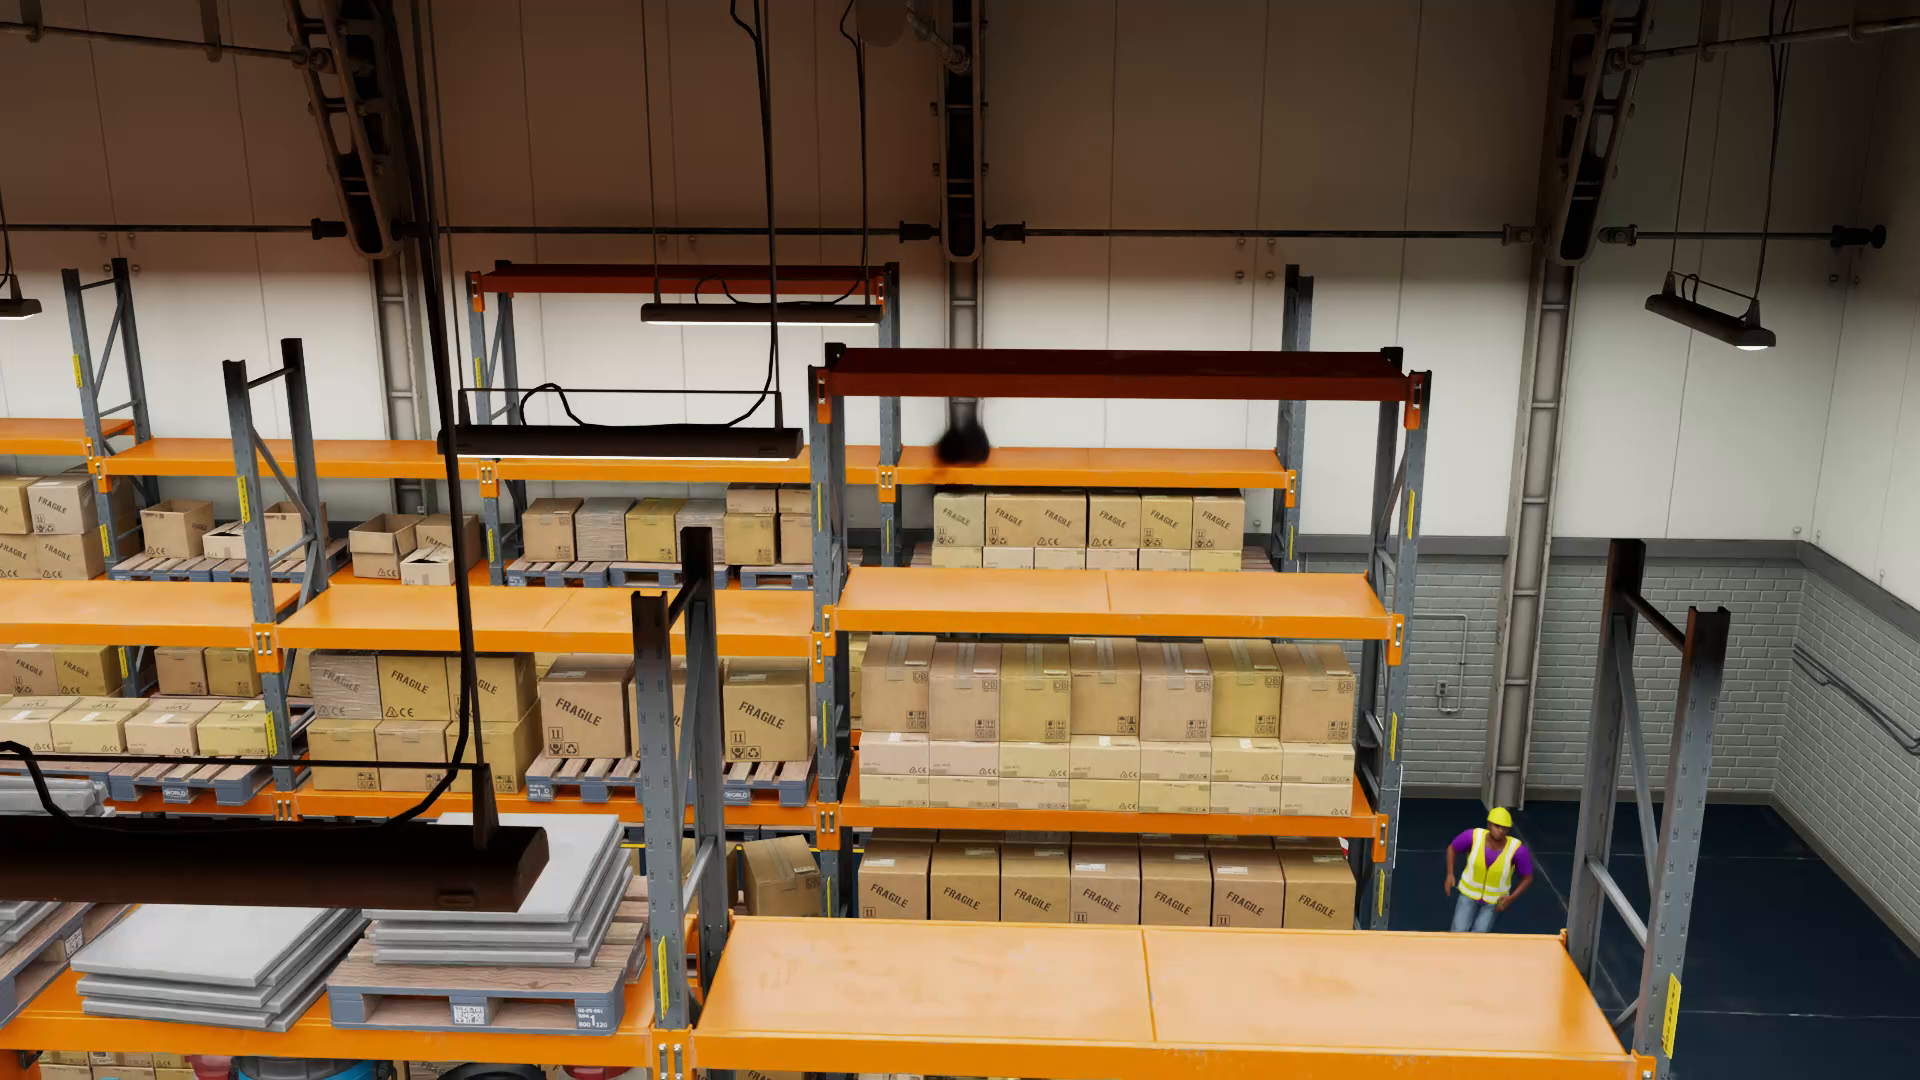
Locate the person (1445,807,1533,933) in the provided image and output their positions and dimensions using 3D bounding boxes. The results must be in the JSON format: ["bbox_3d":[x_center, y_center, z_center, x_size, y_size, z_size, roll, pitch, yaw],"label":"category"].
[{"bbox_3d":[4.669,3.145,14.742,0.742,1.696,0.534,5,17,18],"label":"person"}]
